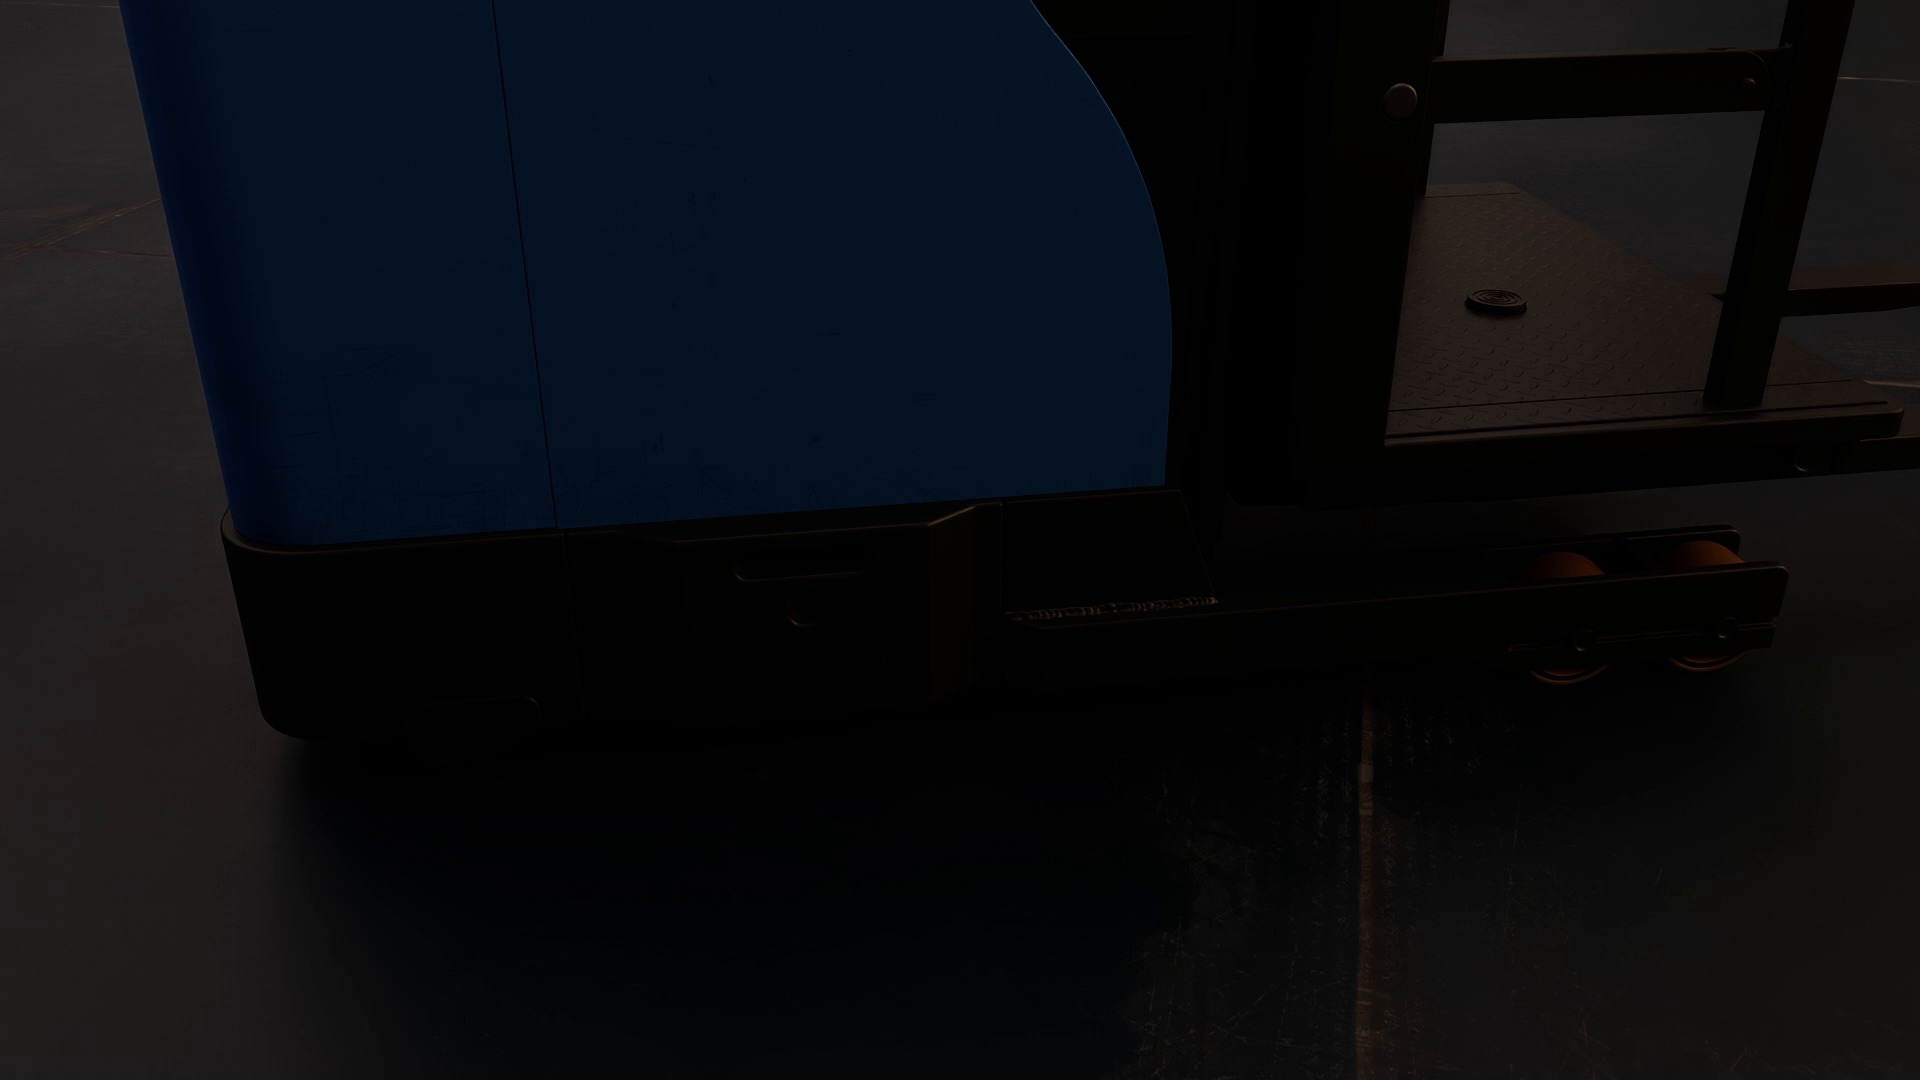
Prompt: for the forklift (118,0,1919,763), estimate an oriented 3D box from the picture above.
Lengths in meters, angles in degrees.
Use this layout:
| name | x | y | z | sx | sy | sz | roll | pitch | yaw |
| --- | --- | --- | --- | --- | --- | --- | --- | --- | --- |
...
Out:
| name | x | y | z | sx | sy | sz | roll | pitch | yaw |
| --- | --- | --- | --- | --- | --- | --- | --- | --- | --- |
| forklift | 0.600 | -1.354 | 1.930 | 3.031 | 2.935 | 1.130 | -4 | 27 | -9 |
